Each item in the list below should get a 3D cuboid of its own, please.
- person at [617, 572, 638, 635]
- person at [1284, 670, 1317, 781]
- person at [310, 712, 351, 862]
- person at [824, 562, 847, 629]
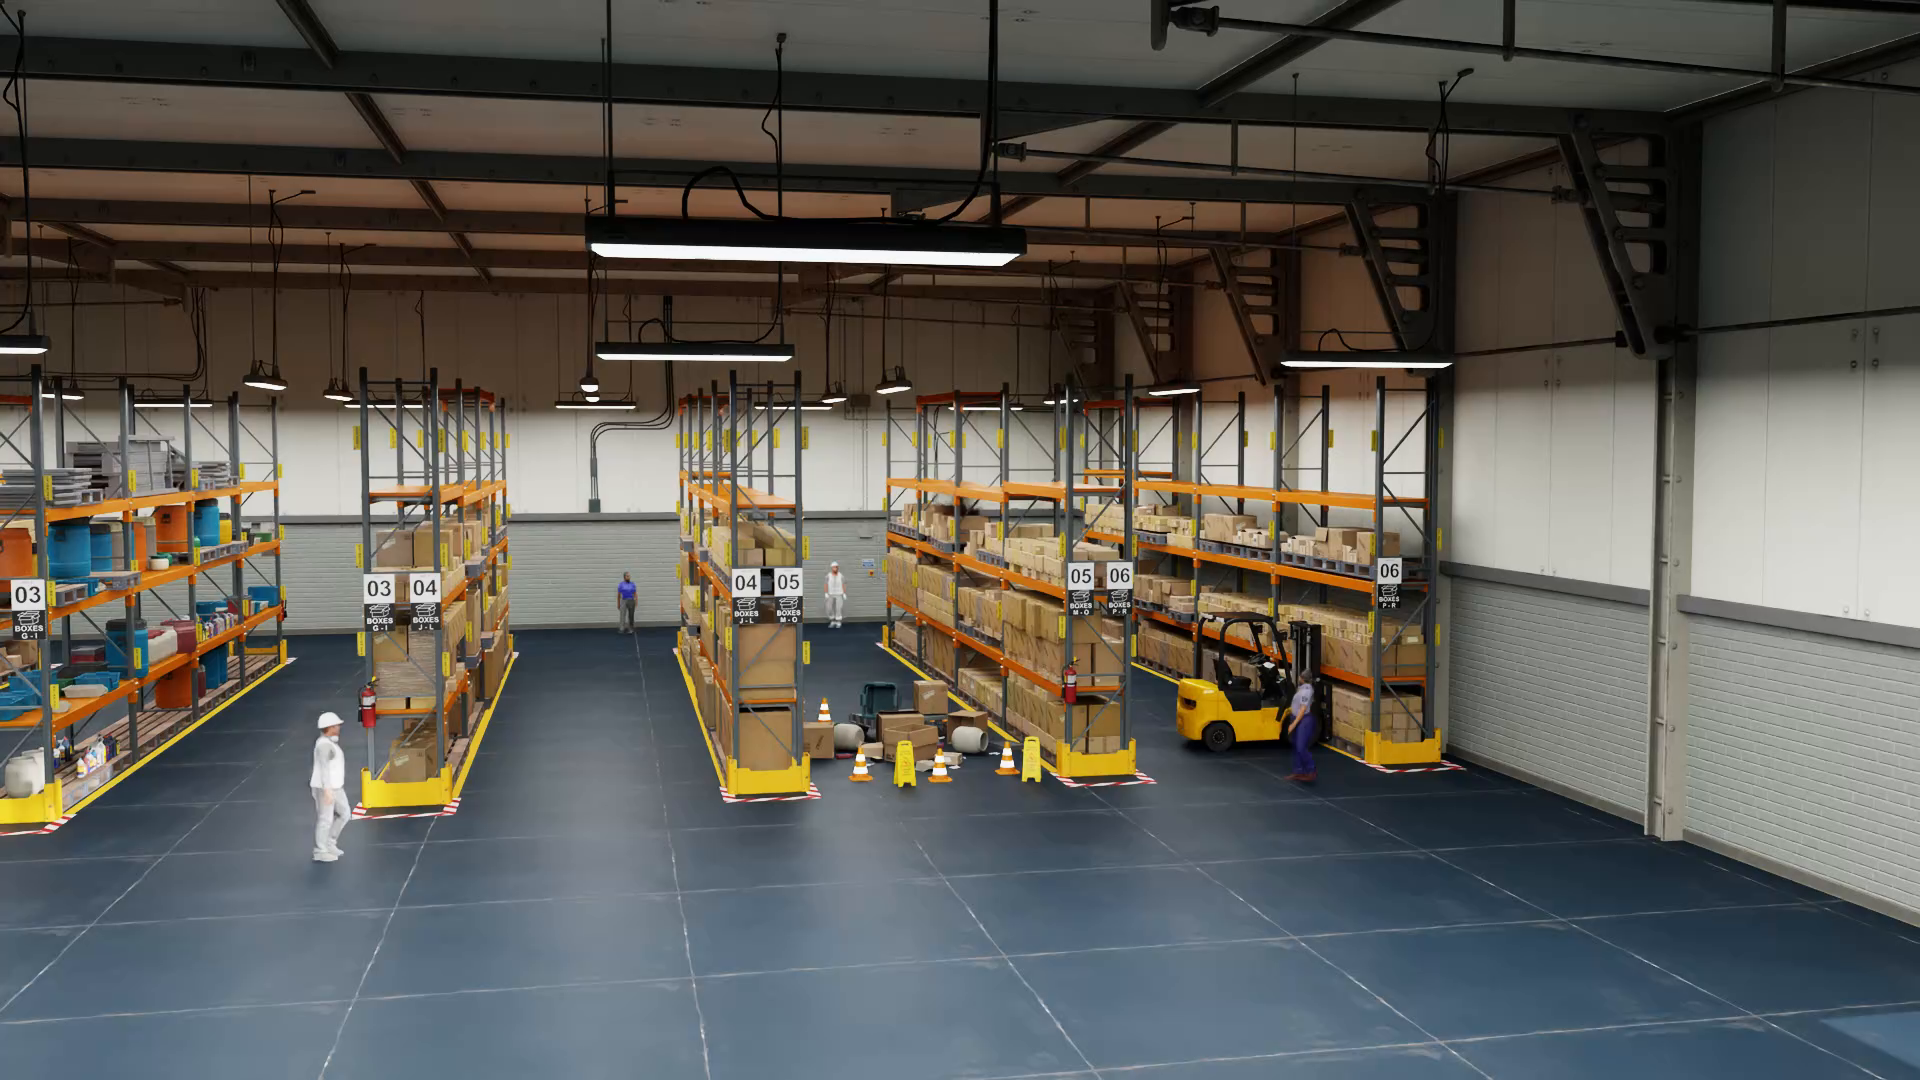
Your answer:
[{"bbox_3d":[-8.547,1.635,42.729,0.519,1.611,0.943,0,3,-7],"label":"person"},{"bbox_3d":[5.002,2.730,24.437,0.489,1.662,0.505,-1,3,-8],"label":"person"},{"bbox_3d":[-7.545,2.946,19.851,0.402,1.777,0.629,0,3,-7],"label":"person"},{"bbox_3d":[-3.319,1.481,44.202,0.575,1.788,0.455,1,4,15],"label":"person"}]
